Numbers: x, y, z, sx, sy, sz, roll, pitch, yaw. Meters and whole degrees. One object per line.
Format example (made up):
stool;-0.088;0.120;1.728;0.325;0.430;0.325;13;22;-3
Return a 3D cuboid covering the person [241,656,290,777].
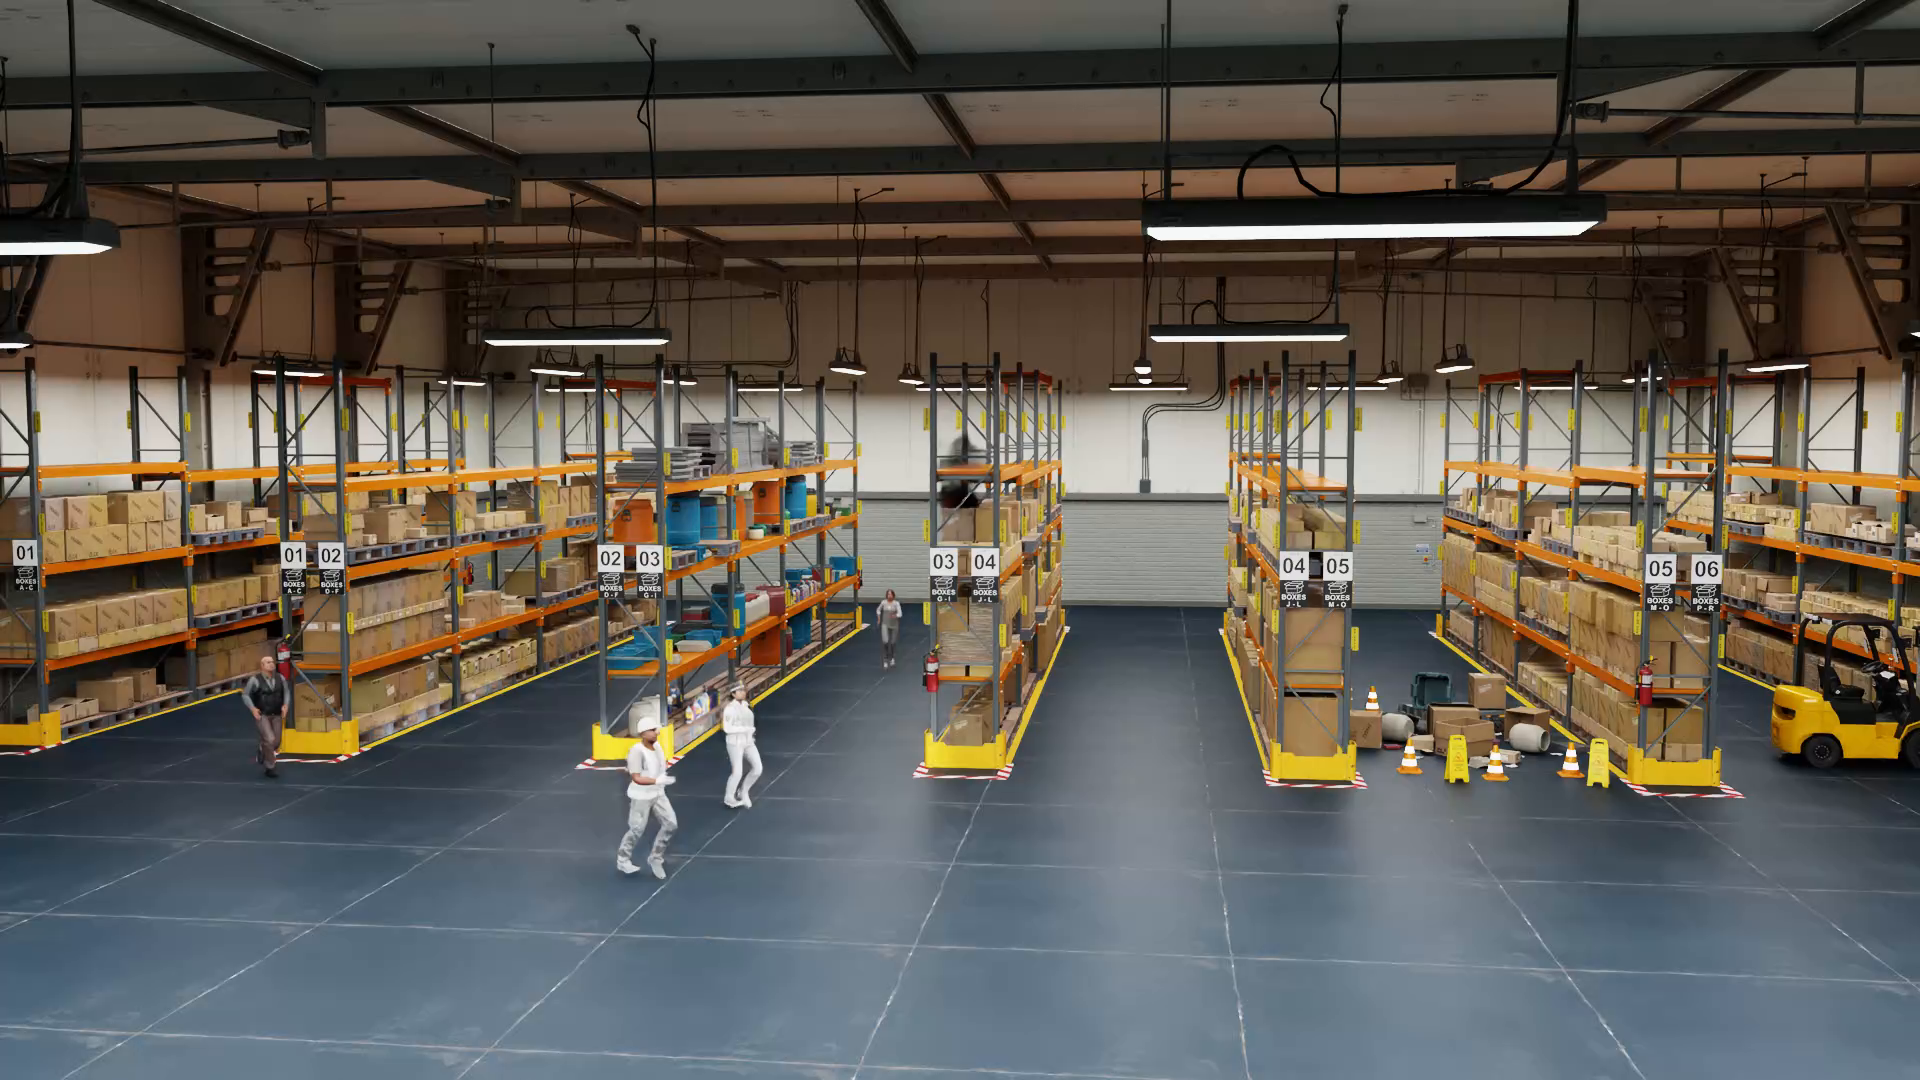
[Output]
person;-9.879;2.497;23.713;0.722;1.688;0.681;4;5;42

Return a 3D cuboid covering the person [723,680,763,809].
person;-2.797;2.644;21.470;0.627;1.691;0.598;3;5;37

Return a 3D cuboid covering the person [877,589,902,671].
person;-1.432;1.813;33.777;0.505;1.646;0.717;0;4;-4

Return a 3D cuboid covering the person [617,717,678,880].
person;-3.397;2.830;18.189;0.822;1.809;0.657;2;5;28
